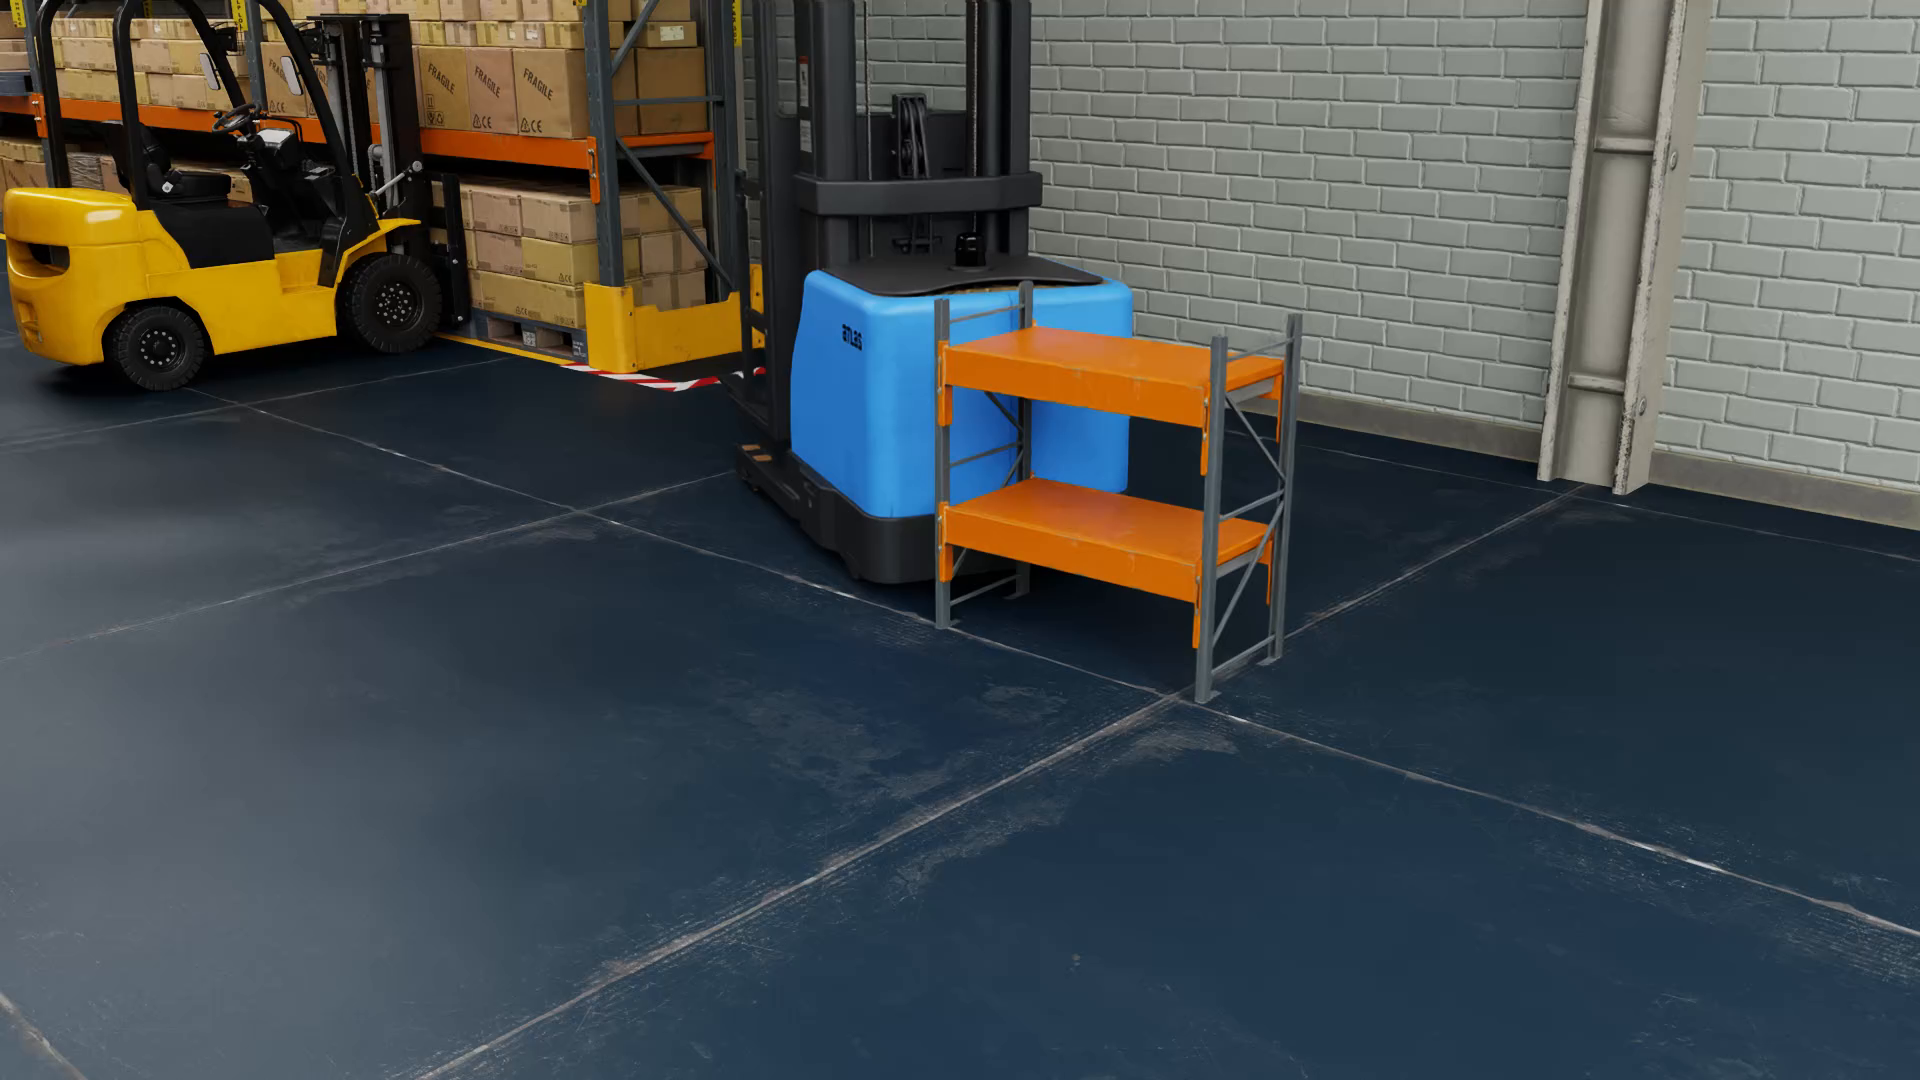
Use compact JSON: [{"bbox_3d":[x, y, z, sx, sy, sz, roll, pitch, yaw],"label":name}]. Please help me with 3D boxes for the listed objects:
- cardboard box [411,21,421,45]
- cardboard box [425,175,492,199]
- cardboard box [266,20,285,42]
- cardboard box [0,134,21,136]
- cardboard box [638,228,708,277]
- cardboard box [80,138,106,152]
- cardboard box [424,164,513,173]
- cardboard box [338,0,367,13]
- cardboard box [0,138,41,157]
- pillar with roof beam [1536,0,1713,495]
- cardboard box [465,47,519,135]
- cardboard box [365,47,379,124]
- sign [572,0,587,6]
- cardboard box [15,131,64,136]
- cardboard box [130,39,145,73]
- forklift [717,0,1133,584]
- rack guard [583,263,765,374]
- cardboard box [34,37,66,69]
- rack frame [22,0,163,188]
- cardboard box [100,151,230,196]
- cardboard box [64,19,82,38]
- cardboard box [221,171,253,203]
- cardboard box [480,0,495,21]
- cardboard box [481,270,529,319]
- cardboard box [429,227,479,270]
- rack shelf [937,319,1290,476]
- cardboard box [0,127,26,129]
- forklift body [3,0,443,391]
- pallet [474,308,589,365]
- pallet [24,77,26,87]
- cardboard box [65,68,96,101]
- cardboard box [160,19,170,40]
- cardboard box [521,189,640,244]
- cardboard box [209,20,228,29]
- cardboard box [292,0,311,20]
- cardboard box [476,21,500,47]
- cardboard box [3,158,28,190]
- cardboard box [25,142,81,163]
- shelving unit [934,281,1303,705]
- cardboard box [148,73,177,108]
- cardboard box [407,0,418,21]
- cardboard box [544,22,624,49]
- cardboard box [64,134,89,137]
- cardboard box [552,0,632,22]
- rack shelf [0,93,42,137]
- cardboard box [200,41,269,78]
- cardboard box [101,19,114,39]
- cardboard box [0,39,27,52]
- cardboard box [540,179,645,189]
[{"bbox_3d":[-3.274,-3.245,10.640,0.250,0.149,0.380,15,23,39],"label":"cardboard box"},{"bbox_3d":[-3.421,-2.251,10.945,0.500,0.250,0.500,14,23,38],"label":"cardboard box"},{"bbox_3d":[-4.654,-3.596,11.746,0.250,0.149,0.380,15,23,38],"label":"cardboard box"},{"bbox_3d":[-9.370,-3.859,16.178,0.250,0.149,0.380,15,23,39],"label":"cardboard box"},{"bbox_3d":[-1.940,-1.829,10.440,0.500,0.250,0.500,16,23,40],"label":"cardboard box"},{"bbox_3d":[-8.073,-3.718,15.735,0.250,0.149,0.380,16,24,41],"label":"cardboard box"},{"bbox_3d":[-3.463,-2.471,11.636,0.500,0.250,0.500,15,23,40],"label":"cardboard box"},{"bbox_3d":[-3.887,-3.528,11.040,0.250,0.149,0.380,15,23,38],"label":"cardboard box"},{"bbox_3d":[-8.806,-3.699,15.675,0.250,0.149,0.380,16,24,41],"label":"cardboard box"},{"bbox_3d":[-0.018,-3.584,3.028,0.400,9.000,9.100,15,23,39],"label":"pillar with roof beam"},{"bbox_3d":[-2.650,-2.753,10.161,0.500,0.500,0.500,16,24,41],"label":"cardboard box"},{"bbox_3d":[-3.779,-3.060,11.129,0.500,0.500,0.500,15,23,39],"label":"cardboard box"},{"bbox_3d":[-2.096,-3.104,9.128,0.005,0.325,0.100,15,23,39],"label":"sign"},{"bbox_3d":[-9.238,-4.028,16.710,0.250,0.149,0.380,15,23,40],"label":"cardboard box"},{"bbox_3d":[-6.387,-3.881,13.304,0.500,0.250,0.500,15,23,40],"label":"cardboard box"},{"bbox_3d":[-0.373,-1.647,6.955,1.130,2.935,3.031,-7,19,-21],"label":"forklift"},{"bbox_3d":[-1.708,-1.363,10.080,0.348,0.500,1.175,15,23,39],"label":"rack guard"},{"bbox_3d":[-7.556,-4.182,14.253,0.500,0.250,0.500,15,23,39],"label":"cardboard box"},{"bbox_3d":[-7.709,-4.166,14.779,0.127,3.000,1.000,15,23,39],"label":"rack frame"},{"bbox_3d":[-6.758,-2.976,14.262,0.625,0.625,0.875,16,24,41],"label":"cardboard box"},{"bbox_3d":[-7.257,-4.293,13.942,0.250,0.149,0.380,16,24,41],"label":"cardboard box"},{"bbox_3d":[-5.115,-2.533,12.866,0.625,0.625,0.875,16,24,42],"label":"cardboard box"},{"bbox_3d":[-2.689,-3.238,10.126,0.250,0.149,0.380,15,23,40],"label":"cardboard box"},{"bbox_3d":[-2.653,-1.574,10.463,0.500,0.250,0.500,15,23,39],"label":"cardboard box"},{"bbox_3d":[-3.065,-1.916,10.716,0.500,0.250,0.500,14,23,38],"label":"cardboard box"},{"bbox_3d":[0.482,-0.472,5.273,1.000,0.278,0.538,14,22,36],"label":"rack shelf"},{"bbox_3d":[-9.847,-4.180,17.188,0.250,0.149,0.380,15,23,40],"label":"cardboard box"},{"bbox_3d":[-4.355,-2.123,9.745,1.214,2.155,2.313,15,23,39],"label":"forklift body"},{"bbox_3d":[-2.325,-1.374,10.593,1.213,0.211,1.003,15,23,39],"label":"pallet"},{"bbox_3d":[-9.167,-4.464,16.035,1.213,0.211,1.003,15,23,39],"label":"pallet"},{"bbox_3d":[-7.167,-3.848,14.025,0.500,0.250,0.500,14,23,38],"label":"cardboard box"},{"bbox_3d":[-5.913,-3.936,12.818,0.250,0.149,0.380,14,23,38],"label":"cardboard box"},{"bbox_3d":[-2.277,-1.947,9.988,0.500,0.250,0.500,16,24,41],"label":"cardboard box"},{"bbox_3d":[-5.325,-3.785,12.343,0.250,0.149,0.380,15,23,38],"label":"cardboard box"},{"bbox_3d":[-4.409,-3.702,11.588,0.250,0.149,0.380,15,23,40],"label":"cardboard box"},{"bbox_3d":[-2.713,-3.085,10.137,0.250,0.149,0.380,15,23,39],"label":"cardboard box"},{"bbox_3d":[-8.536,-3.314,15.532,0.500,0.500,0.500,15,23,38],"label":"cardboard box"},{"bbox_3d":[-8.247,-3.525,15.127,0.250,0.149,0.380,14,22,37],"label":"cardboard box"},{"bbox_3d":[0.482,-0.193,5.361,1.048,1.125,0.538,14,22,36],"label":"shelving unit"},{"bbox_3d":[-5.999,-3.539,13.053,0.500,0.250,0.500,15,23,40],"label":"cardboard box"},{"bbox_3d":[-3.285,-3.389,10.602,0.250,0.149,0.380,15,23,40],"label":"cardboard box"},{"bbox_3d":[-2.171,-2.922,9.624,0.250,0.149,0.380,15,23,40],"label":"cardboard box"},{"bbox_3d":[-8.682,-3.867,16.204,0.250,0.149,0.380,14,23,38],"label":"cardboard box"},{"bbox_3d":[-2.134,-3.082,9.636,0.250,0.149,0.380,15,23,39],"label":"cardboard box"},{"bbox_3d":[-9.205,-4.224,16.153,4.000,0.370,1.077,15,23,39],"label":"rack shelf"},{"bbox_3d":[-5.254,-3.570,12.324,0.500,0.250,0.500,14,23,38],"label":"cardboard box"},{"bbox_3d":[-6.694,-4.135,13.445,0.250,0.149,0.380,16,23,40],"label":"cardboard box"},{"bbox_3d":[-8.713,-4.433,15.175,0.500,0.250,0.500,14,22,37],"label":"cardboard box"},{"bbox_3d":[-2.336,-2.164,10.671,0.500,0.250,0.500,15,23,39],"label":"cardboard box"}]
